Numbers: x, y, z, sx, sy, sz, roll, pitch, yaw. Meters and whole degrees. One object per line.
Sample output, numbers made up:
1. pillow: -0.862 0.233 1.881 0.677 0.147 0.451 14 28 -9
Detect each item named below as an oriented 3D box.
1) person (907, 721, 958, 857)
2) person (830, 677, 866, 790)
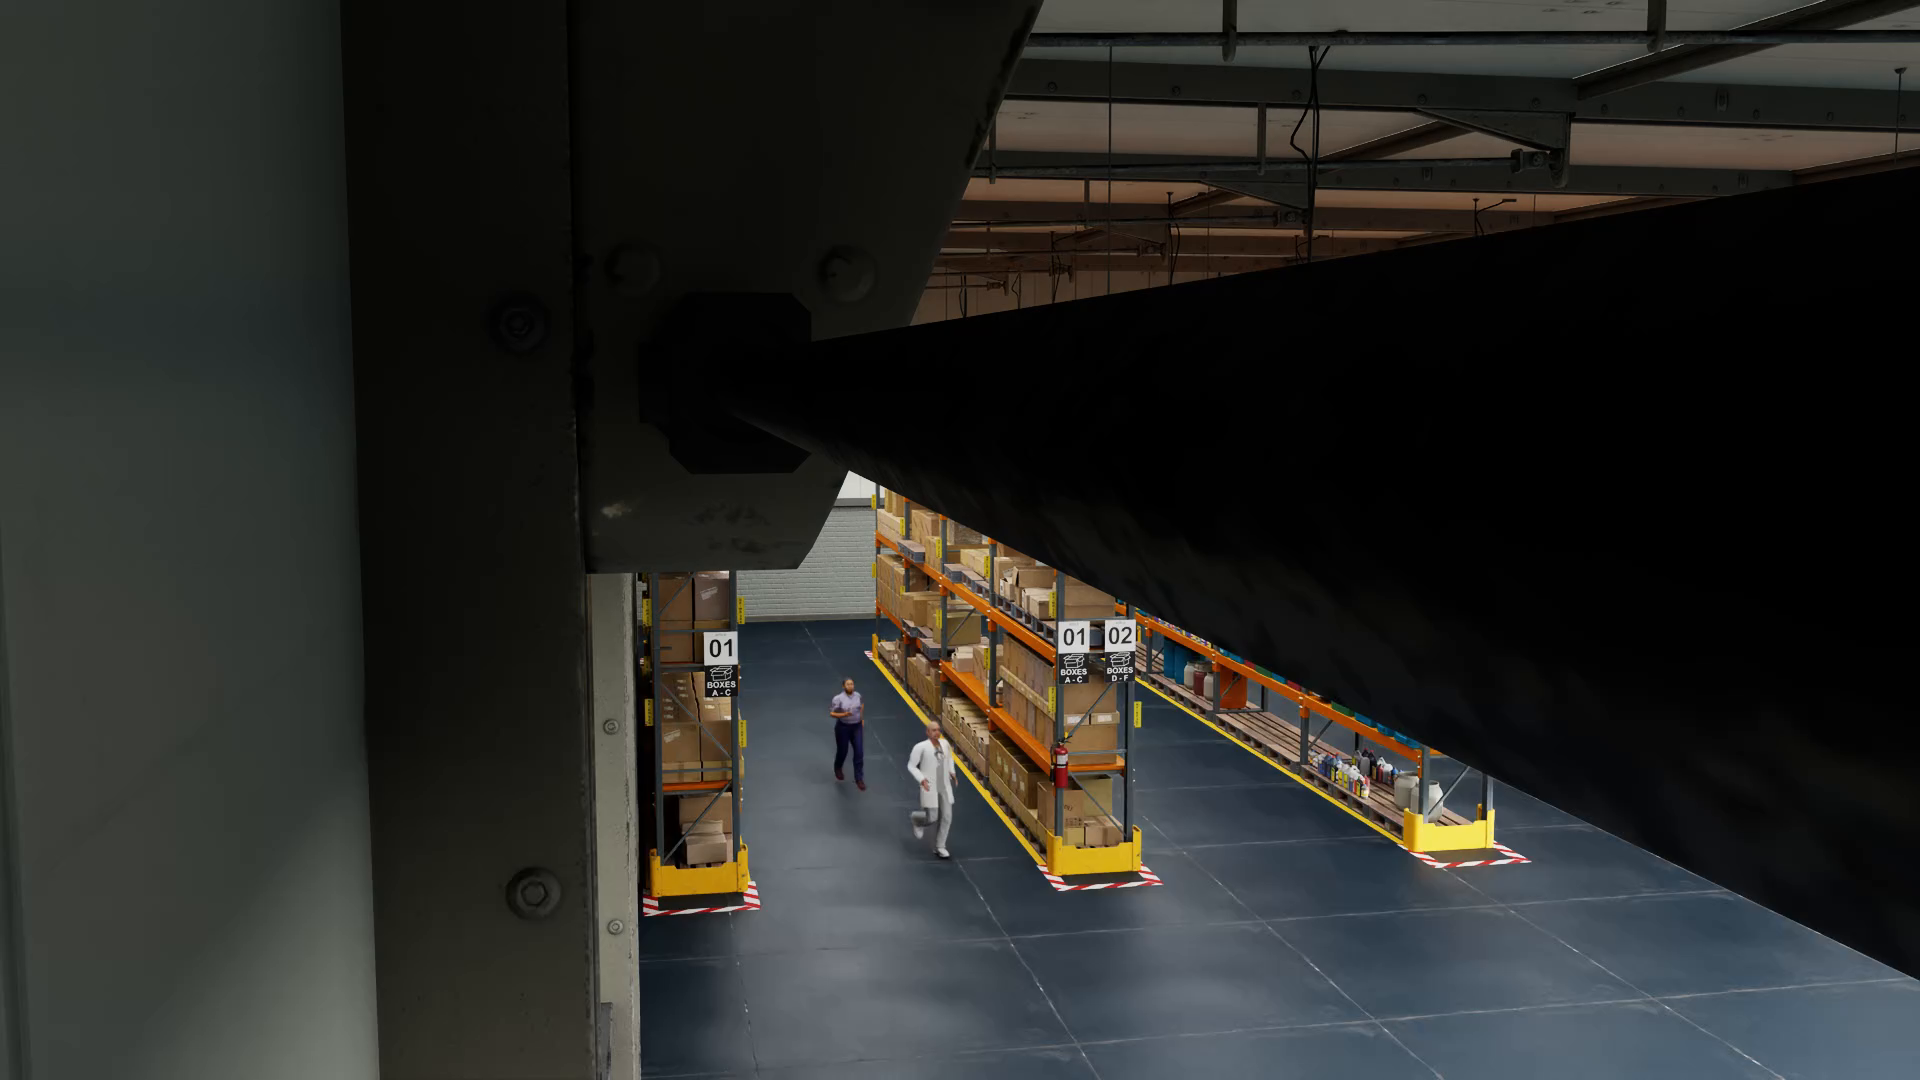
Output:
1. person: -0.346 3.233 21.793 0.723 1.739 0.799 -3 7 -31
2. person: -1.680 2.893 25.190 0.602 1.643 0.913 -2 6 -22
